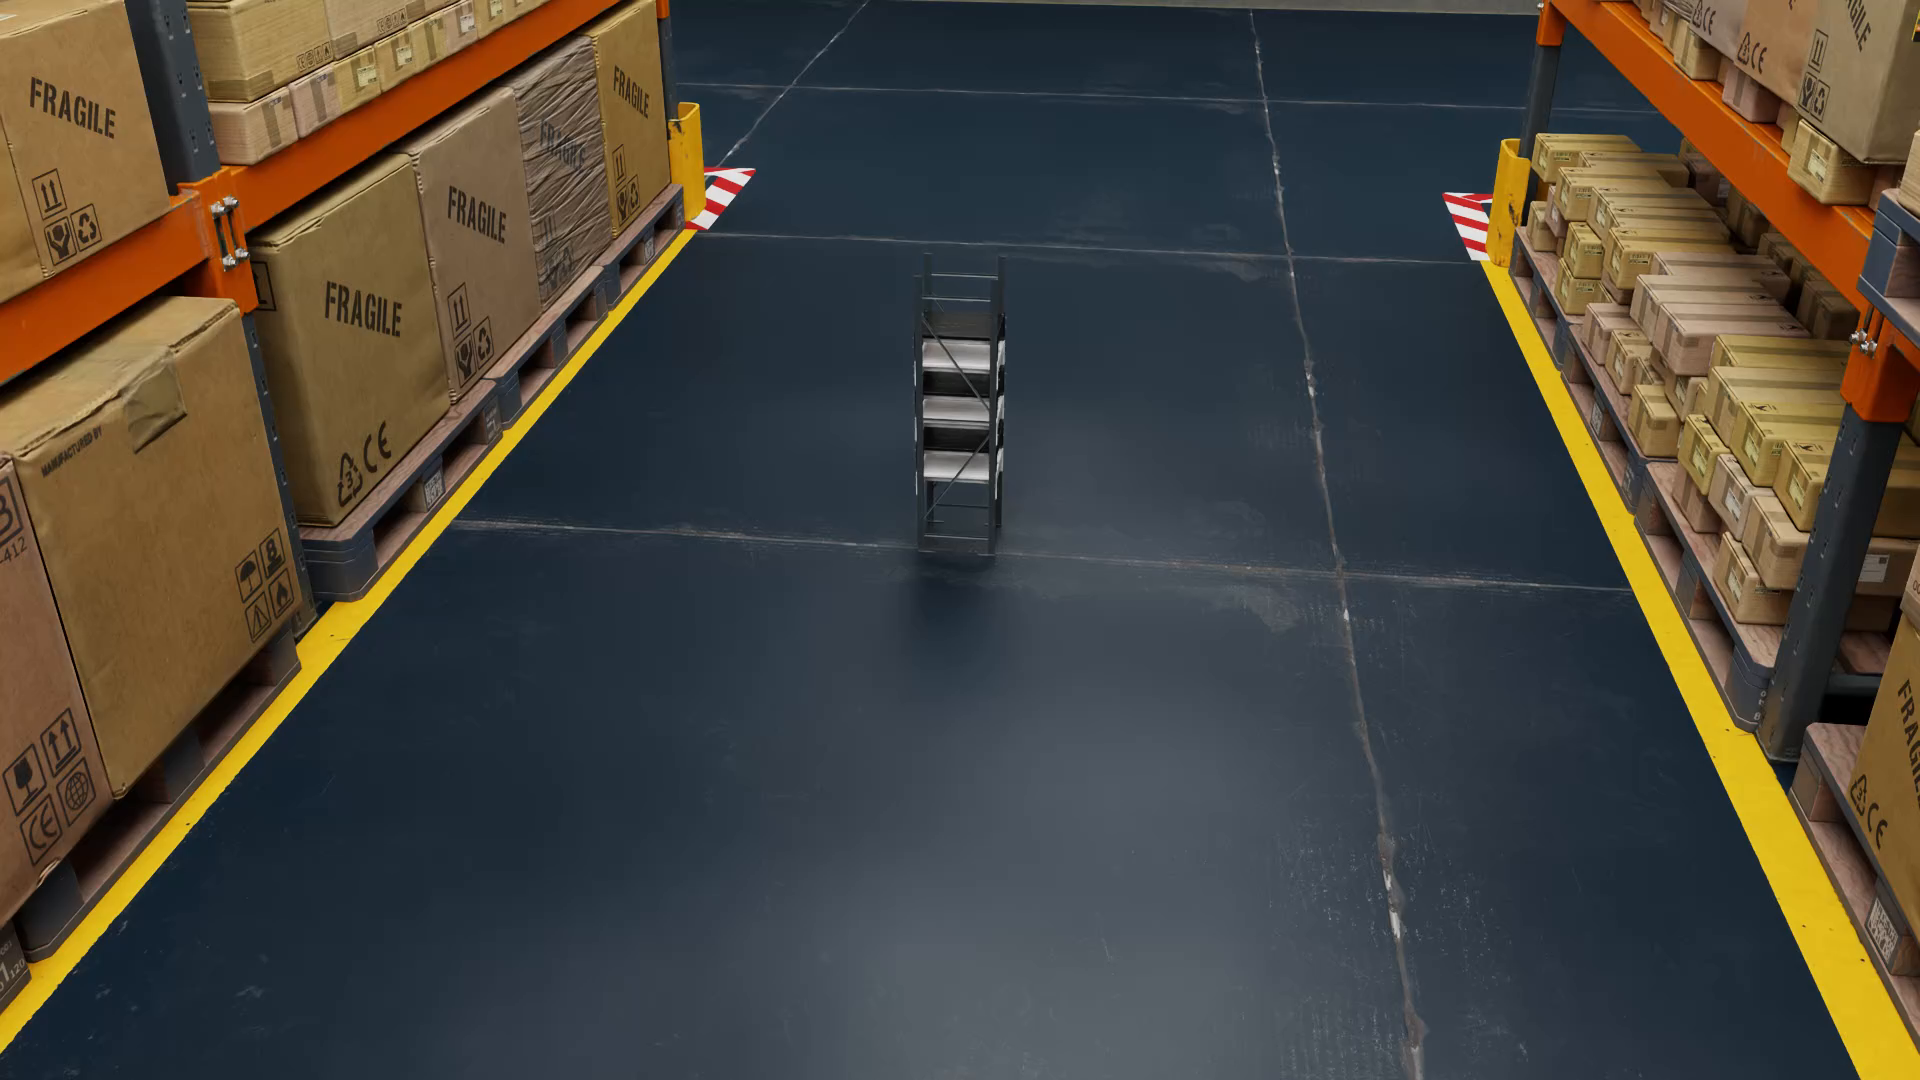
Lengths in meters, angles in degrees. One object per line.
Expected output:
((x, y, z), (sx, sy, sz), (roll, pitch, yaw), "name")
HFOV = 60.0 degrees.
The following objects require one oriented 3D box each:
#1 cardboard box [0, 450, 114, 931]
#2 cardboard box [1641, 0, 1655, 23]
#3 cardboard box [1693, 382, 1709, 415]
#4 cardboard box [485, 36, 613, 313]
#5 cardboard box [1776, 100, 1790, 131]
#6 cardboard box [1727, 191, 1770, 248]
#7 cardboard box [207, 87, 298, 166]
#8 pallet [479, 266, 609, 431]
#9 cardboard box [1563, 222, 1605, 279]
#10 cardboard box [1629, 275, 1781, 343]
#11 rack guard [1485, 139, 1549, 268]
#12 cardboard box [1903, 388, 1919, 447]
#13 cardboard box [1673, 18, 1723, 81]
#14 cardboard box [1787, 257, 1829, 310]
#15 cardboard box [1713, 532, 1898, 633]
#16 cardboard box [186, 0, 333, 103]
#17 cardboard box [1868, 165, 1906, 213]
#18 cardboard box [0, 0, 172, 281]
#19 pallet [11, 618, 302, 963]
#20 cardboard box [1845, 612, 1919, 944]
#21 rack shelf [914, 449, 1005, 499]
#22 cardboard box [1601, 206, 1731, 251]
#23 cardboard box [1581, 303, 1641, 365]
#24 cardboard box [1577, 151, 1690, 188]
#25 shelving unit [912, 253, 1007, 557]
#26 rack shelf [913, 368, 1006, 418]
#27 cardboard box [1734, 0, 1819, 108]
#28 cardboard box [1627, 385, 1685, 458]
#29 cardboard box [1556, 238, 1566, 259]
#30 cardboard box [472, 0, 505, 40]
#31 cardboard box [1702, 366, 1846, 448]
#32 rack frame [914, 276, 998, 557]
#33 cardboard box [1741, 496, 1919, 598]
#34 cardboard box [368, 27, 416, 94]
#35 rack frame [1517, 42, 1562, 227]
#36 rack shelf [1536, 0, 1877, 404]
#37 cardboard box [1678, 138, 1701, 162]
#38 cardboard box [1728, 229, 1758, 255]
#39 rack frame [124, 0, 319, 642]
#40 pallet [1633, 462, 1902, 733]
((-2.532, 0.382, 3.175), (1.225, 0.875, 0.875), (2, 28, 4), "cardboard box")
((2.641, -1.892, 5.865), (0.380, 0.149, 0.250), (3, 28, 6), "cardboard box")
((2.433, -0.351, 4.988), (0.380, 0.149, 0.250), (4, 29, 7), "cardboard box")
((-1.985, -1.489, 6.650), (0.875, 0.875, 0.875), (3, 28, 6), "cardboard box")
((2.464, -1.160, 4.506), (0.380, 0.149, 0.250), (3, 28, 5), "cardboard box")
((3.134, -1.204, 6.258), (0.380, 0.149, 0.250), (2, 28, 4), "cardboard box")
((-1.998, -1.101, 4.395), (0.380, 0.149, 0.250), (3, 29, 6), "cardboard box")
((-2.047, -0.793, 6.499), (1.003, 0.211, 1.213), (3, 28, 6), "pallet")
((2.546, -1.107, 6.392), (0.380, 0.149, 0.250), (4, 29, 8), "cardboard box")
((2.418, -0.748, 5.412), (0.380, 0.149, 0.250), (2, 28, 4), "cardboard box")
((3.027, -1.502, 7.511), (1.175, 0.500, 0.348), (3, 28, 6), "rack guard")
((2.868, -0.346, 4.665), (0.380, 0.149, 0.250), (3, 28, 5), "cardboard box")
((2.469, -1.533, 5.198), (0.380, 0.149, 0.250), (4, 29, 7), "cardboard box")
((3.010, -0.832, 5.567), (0.380, 0.149, 0.250), (3, 29, 6), "cardboard box")
((2.256, 0.110, 4.446), (0.380, 0.149, 0.250), (4, 29, 7), "cardboard box")
((-2.047, -1.362, 4.460), (0.500, 0.250, 0.500), (3, 28, 5), "cardboard box")
((2.348, -0.793, 3.824), (0.380, 0.149, 0.250), (3, 28, 6), "cardboard box")
((-2.151, -0.899, 3.651), (0.500, 0.500, 0.500), (3, 29, 6), "cardboard box")
((-2.384, 0.504, 4.092), (1.003, 0.211, 1.213), (3, 28, 6), "pallet")
((2.192, 0.492, 3.366), (0.500, 0.500, 0.500), (4, 29, 8), "cardboard box")
((0.001, -0.212, 5.145), (0.258, 0.077, 0.200), (3, 28, 6), "rack shelf")
((2.571, -1.104, 6.072), (0.380, 0.149, 0.250), (4, 29, 8), "cardboard box")
((2.486, -0.743, 6.030), (0.380, 0.149, 0.250), (2, 28, 4), "cardboard box")
((2.720, -1.466, 6.745), (0.380, 0.149, 0.250), (4, 29, 7), "cardboard box")
((0.001, -0.400, 5.044), (0.258, 0.900, 0.210), (3, 28, 6), "shelving unit")
((0.001, -0.450, 5.017), (0.258, 0.077, 0.200), (3, 28, 6), "rack shelf")
((2.389, -1.419, 4.302), (0.500, 0.500, 0.500), (3, 28, 5), "cardboard box")
((2.382, -0.377, 5.350), (0.380, 0.149, 0.250), (3, 28, 6), "cardboard box")
((2.703, -1.212, 6.901), (0.380, 0.149, 0.250), (3, 28, 6), "cardboard box")
((-1.809, -1.835, 5.757), (0.380, 0.149, 0.250), (3, 28, 5), "cardboard box")
((2.346, -0.370, 4.710), (0.380, 0.149, 0.250), (3, 28, 6), "cardboard box")
((-0.011, -0.352, 4.955), (0.240, 0.900, 0.006), (3, 28, 6), "rack frame")
((2.269, 0.017, 4.305), (0.380, 0.149, 0.250), (4, 29, 7), "cardboard box")
((-1.904, -1.472, 5.085), (0.380, 0.149, 0.250), (3, 28, 5), "cardboard box")
((3.036, -2.638, 6.985), (1.000, 3.000, 0.127), (3, 28, 6), "rack frame")
((2.791, -1.380, 5.408), (1.077, 0.370, 4.000), (3, 28, 6), "rack shelf")
((3.223, -1.566, 6.930), (0.380, 0.149, 0.250), (4, 29, 7), "cardboard box")
((3.057, -1.069, 6.321), (0.380, 0.149, 0.250), (3, 28, 6), "cardboard box")
((-2.364, -1.091, 4.113), (1.000, 3.000, 0.127), (3, 28, 6), "rack frame")
((2.593, 0.154, 4.742), (1.003, 0.211, 1.213), (3, 28, 6), "pallet")
